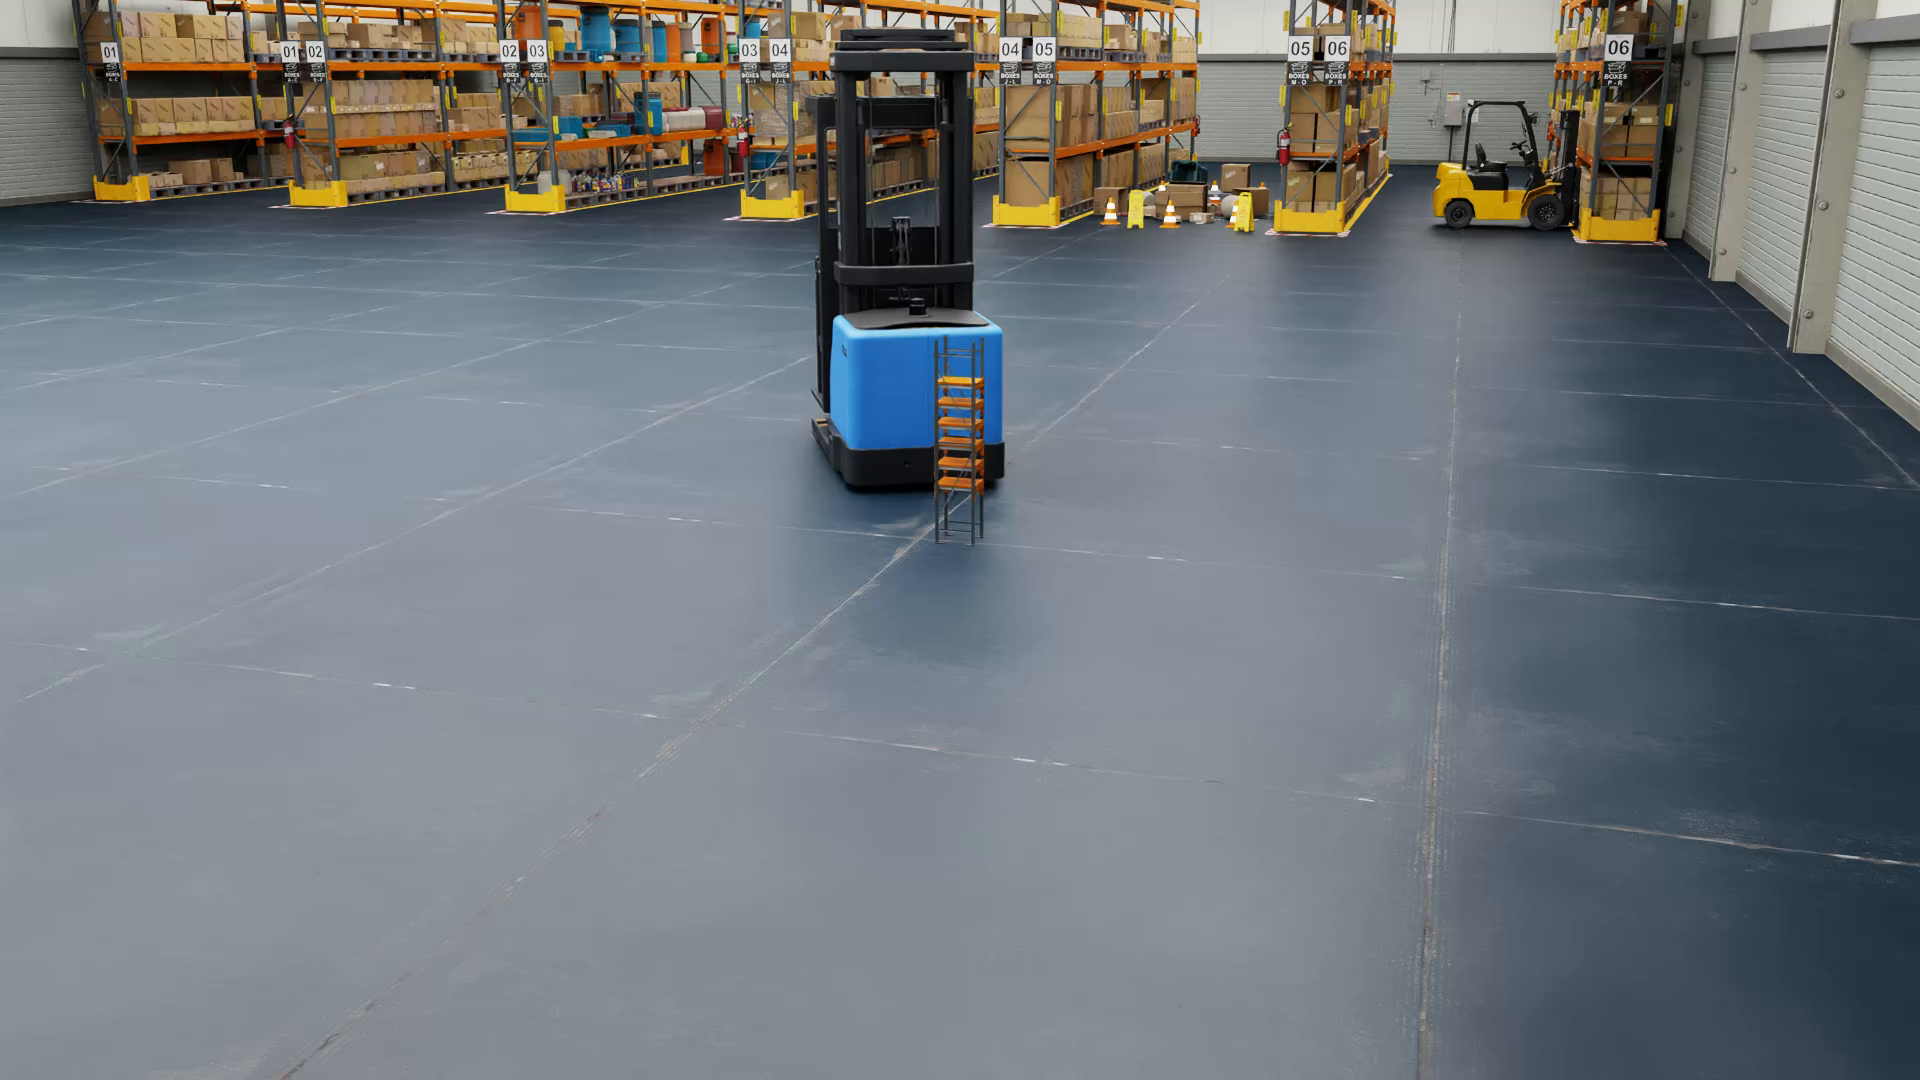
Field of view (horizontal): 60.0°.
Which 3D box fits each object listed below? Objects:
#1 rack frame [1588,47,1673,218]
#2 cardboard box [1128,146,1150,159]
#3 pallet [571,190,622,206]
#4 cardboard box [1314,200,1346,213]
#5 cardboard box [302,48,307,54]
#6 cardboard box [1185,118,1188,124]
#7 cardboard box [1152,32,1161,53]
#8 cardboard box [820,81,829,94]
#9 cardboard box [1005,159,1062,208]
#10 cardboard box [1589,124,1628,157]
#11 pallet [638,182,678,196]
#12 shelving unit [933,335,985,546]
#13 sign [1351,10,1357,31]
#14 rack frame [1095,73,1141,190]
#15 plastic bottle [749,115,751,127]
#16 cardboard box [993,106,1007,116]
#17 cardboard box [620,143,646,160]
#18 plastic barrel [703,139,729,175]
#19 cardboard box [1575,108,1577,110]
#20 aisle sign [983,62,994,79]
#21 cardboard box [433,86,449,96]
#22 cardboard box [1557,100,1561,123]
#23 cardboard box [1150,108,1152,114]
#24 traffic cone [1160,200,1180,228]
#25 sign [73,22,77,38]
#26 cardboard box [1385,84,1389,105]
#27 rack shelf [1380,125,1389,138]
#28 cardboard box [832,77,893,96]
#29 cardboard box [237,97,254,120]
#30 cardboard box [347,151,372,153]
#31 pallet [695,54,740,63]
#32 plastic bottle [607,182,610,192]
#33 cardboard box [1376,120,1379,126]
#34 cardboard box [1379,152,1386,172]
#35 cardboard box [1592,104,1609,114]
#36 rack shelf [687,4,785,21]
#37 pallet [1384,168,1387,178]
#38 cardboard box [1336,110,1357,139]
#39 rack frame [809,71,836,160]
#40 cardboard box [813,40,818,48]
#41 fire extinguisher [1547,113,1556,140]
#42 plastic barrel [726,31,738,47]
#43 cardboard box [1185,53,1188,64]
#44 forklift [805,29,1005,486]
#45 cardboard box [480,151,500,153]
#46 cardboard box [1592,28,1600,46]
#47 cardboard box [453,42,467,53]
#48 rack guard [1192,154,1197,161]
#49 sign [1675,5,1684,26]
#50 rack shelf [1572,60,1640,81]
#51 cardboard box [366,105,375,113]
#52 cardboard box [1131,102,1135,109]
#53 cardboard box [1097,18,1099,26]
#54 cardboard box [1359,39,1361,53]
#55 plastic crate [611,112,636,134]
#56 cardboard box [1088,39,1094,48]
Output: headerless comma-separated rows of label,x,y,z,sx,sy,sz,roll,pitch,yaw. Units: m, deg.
rack frame,10.722,-6.343,26.696,1.000,3.000,0.127,5,16,16
cardboard box,4.033,-8.832,37.908,0.500,0.250,0.500,4,16,15
pallet,-7.727,-7.092,34.446,1.003,0.211,1.213,5,16,16
cardboard box,6.456,-5.796,29.036,0.500,0.250,0.500,4,16,15
cardboard box,-15.971,-11.911,40.604,0.797,0.503,0.637,7,17,24
cardboard box,5.699,-10.845,43.028,0.380,0.149,0.250,5,17,17
cardboard box,4.384,-11.827,39.578,0.700,0.500,0.500,5,16,16
cardboard box,-2.832,-8.552,31.922,0.500,0.500,0.500,5,16,16
cardboard box,1.317,-6.447,30.186,0.875,0.875,0.875,5,17,16
cardboard box,10.610,-6.540,27.208,0.500,0.500,0.500,4,16,15
pallet,-6.966,-7.793,36.918,1.003,0.211,1.213,5,16,16
shelving unit,-0.004,-0.573,9.652,0.258,1.200,0.189,5,16,16
sign,6.482,-8.549,27.373,0.100,0.325,0.005,5,16,16
rack frame,3.461,-9.177,36.689,1.000,3.000,0.127,5,16,16
plastic bottle,-5.194,-10.329,40.985,0.097,0.271,0.097,0,16,0
cardboard box,0.979,-11.472,44.510,0.500,0.250,0.500,4,16,15
cardboard box,-9.097,-10.907,46.554,0.797,0.503,0.637,5,16,16
plastic barrel,-5.892,-9.260,40.187,0.600,0.830,0.708,5,16,16
cardboard box,12.079,-8.268,32.111,0.380,0.149,0.250,4,16,14
aisle sign,0.740,-12.974,45.311,0.394,0.787,0.004,5,16,16
cardboard box,-14.264,-12.207,45.230,0.500,0.250,0.500,5,17,17
cardboard box,13.633,-9.488,36.831,0.700,0.500,0.500,5,17,16
cardboard box,4.228,-9.921,38.454,0.380,0.149,0.250,5,17,18
traffic cone,3.686,-5.716,29.135,0.336,0.463,0.334,5,16,16
sign,-18.313,-10.565,34.462,0.100,0.325,0.005,5,16,16
cardboard box,10.336,-11.029,41.202,0.500,0.500,0.500,5,16,16
rack shelf,9.941,-10.044,41.061,1.077,0.370,4.000,5,16,16
cardboard box,-2.043,-9.230,35.004,1.000,1.000,1.000,5,17,16
cardboard box,-16.488,-9.845,37.906,0.500,0.500,0.500,5,16,16
cardboard box,-12.756,-8.062,35.649,0.500,0.500,0.500,5,16,16
pallet,-5.704,-11.517,39.787,1.003,0.211,1.213,5,16,16
plastic bottle,-7.320,-7.337,34.522,0.097,0.201,0.097,0,16,0
cardboard box,9.341,-9.524,38.186,0.500,0.250,0.500,4,16,15
cardboard box,10.165,-9.462,41.617,0.875,0.438,0.875,5,17,17
cardboard box,10.820,-7.230,27.906,0.380,0.149,0.250,5,17,17
rack shelf,-5.446,-12.844,40.671,1.077,0.370,4.000,5,16,16
pallet,10.357,-9.356,42.429,1.003,0.211,1.213,5,16,16
cardboard box,6.928,-7.558,30.250,0.500,0.500,0.500,5,17,17
rack frame,-3.741,-12.066,46.871,1.000,3.000,0.127,5,16,16
cardboard box,-2.901,-9.377,31.440,0.380,0.149,0.250,5,16,16
fire extinguisher,14.868,-10.387,41.777,0.296,0.674,0.183,5,16,16
plastic barrel,-5.655,-12.159,40.683,0.433,0.535,0.433,0,16,0
cardboard box,5.435,-12.098,41.765,0.500,0.250,0.500,5,17,18
forklift,-0.500,-2.119,11.930,1.130,2.935,3.031,-3,16,-11
cardboard box,-11.334,-9.254,40.201,0.500,0.311,0.500,4,16,14
cardboard box,11.389,-8.841,29.216,0.500,0.311,0.500,5,17,17
cardboard box,-11.562,-11.189,37.787,0.500,0.250,0.500,3,16,10
rack guard,5.713,-10.048,44.339,1.175,0.500,0.348,5,16,16
sign,11.252,-8.200,25.999,0.100,0.325,0.005,5,16,16
rack shelf,12.427,-9.010,31.919,1.077,0.370,4.000,5,16,16
cardboard box,-12.426,-8.981,34.624,0.380,0.149,0.250,4,16,14
cardboard box,3.779,-9.652,36.962,0.380,0.149,0.250,5,16,16
cardboard box,2.454,-9.900,31.787,0.380,0.149,0.250,5,16,16
cardboard box,6.930,-8.887,29.896,0.500,0.250,0.500,4,16,15
plastic crate,-7.307,-9.107,36.324,0.402,0.464,0.583,5,16,16
cardboard box,2.311,-9.383,31.423,0.380,0.149,0.250,5,16,16
